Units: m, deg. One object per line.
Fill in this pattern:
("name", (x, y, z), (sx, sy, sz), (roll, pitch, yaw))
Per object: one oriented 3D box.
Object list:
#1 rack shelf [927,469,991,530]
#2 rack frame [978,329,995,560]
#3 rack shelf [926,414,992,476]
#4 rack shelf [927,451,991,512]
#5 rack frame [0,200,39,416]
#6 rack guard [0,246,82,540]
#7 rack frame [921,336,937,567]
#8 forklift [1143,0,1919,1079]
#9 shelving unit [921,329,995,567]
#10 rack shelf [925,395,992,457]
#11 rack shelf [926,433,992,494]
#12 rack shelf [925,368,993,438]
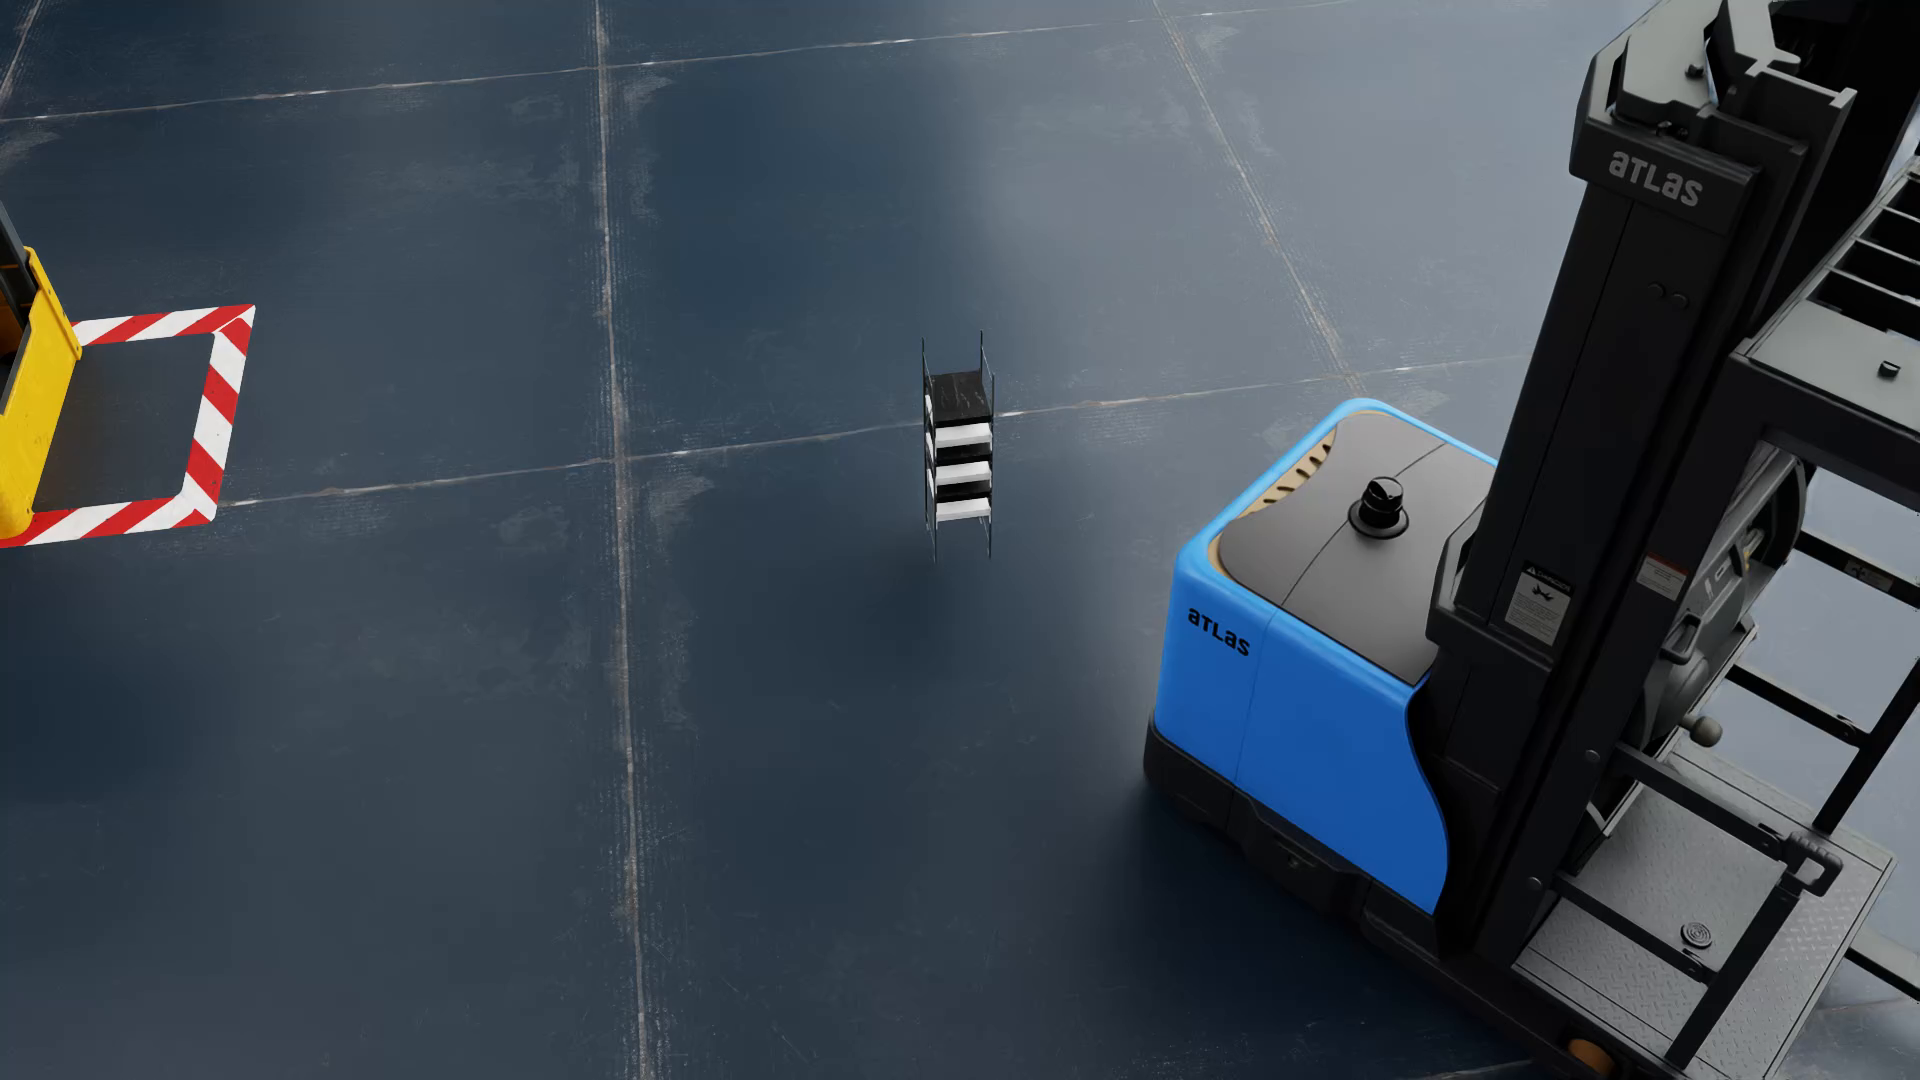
("rack shelf", (-0.008, -0.163, 6.079), (0.200, 0.077, 0.258), (-7, 46, -7))
("rack frame", (0.092, -0.324, 5.937), (0.006, 0.900, 0.240), (-7, 46, -7))
("rack shelf", (-0.008, -0.351, 5.884), (0.200, 0.077, 0.258), (-7, 46, -7))
("rack shelf", (-0.008, -0.226, 6.014), (0.200, 0.077, 0.258), (-7, 46, -7))
("rack frame", (-3.719, -1.490, 5.603), (0.127, 3.000, 1.000), (-7, 46, -7))
("rack guard", (-3.786, -0.580, 6.462), (0.348, 0.500, 1.175), (-7, 46, -7))
("rack frame", (-0.108, -0.299, 5.913), (0.006, 0.900, 0.240), (-7, 46, -7))
("forklift", (2.035, 0.221, 4.002), (3.031, 2.935, 1.130), (33, 54, 27))
("shelving unit", (-0.008, -0.311, 5.925), (0.210, 0.900, 0.258), (-7, 46, -7))
("rack shelf", (-0.008, -0.413, 5.819), (0.200, 0.077, 0.258), (-7, 46, -7))
("rack shelf", (-0.008, -0.288, 5.949), (0.200, 0.077, 0.258), (-7, 46, -7))
("rack shelf", (-0.008, -0.475, 5.755), (0.200, 0.077, 0.258), (-7, 46, -7))
